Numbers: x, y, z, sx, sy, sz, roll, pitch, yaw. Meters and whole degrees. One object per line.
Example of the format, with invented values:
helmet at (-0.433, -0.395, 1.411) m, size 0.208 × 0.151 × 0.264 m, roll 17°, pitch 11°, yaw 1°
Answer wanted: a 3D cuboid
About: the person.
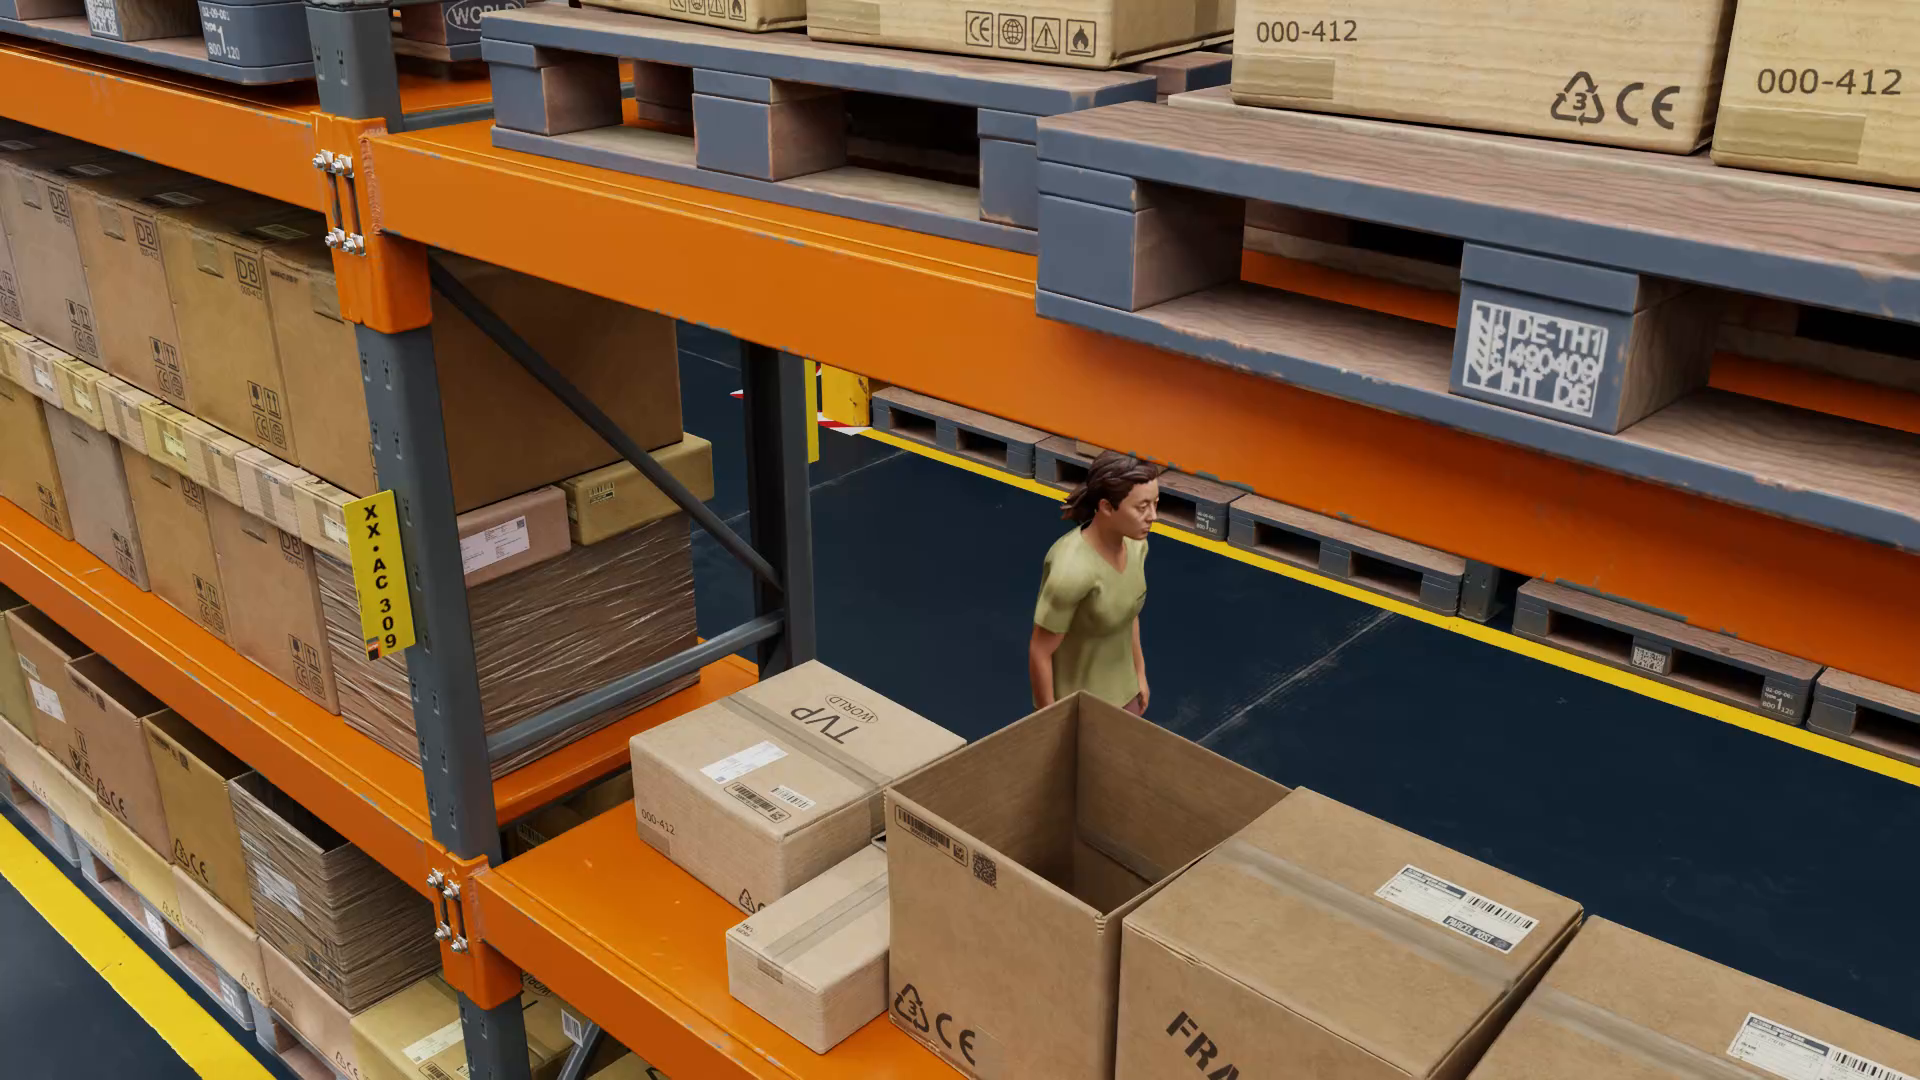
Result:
person at (0.425, 0.512, 4.954) m, size 0.407 × 1.673 × 0.516 m, roll 19°, pitch 30°, yaw 36°
